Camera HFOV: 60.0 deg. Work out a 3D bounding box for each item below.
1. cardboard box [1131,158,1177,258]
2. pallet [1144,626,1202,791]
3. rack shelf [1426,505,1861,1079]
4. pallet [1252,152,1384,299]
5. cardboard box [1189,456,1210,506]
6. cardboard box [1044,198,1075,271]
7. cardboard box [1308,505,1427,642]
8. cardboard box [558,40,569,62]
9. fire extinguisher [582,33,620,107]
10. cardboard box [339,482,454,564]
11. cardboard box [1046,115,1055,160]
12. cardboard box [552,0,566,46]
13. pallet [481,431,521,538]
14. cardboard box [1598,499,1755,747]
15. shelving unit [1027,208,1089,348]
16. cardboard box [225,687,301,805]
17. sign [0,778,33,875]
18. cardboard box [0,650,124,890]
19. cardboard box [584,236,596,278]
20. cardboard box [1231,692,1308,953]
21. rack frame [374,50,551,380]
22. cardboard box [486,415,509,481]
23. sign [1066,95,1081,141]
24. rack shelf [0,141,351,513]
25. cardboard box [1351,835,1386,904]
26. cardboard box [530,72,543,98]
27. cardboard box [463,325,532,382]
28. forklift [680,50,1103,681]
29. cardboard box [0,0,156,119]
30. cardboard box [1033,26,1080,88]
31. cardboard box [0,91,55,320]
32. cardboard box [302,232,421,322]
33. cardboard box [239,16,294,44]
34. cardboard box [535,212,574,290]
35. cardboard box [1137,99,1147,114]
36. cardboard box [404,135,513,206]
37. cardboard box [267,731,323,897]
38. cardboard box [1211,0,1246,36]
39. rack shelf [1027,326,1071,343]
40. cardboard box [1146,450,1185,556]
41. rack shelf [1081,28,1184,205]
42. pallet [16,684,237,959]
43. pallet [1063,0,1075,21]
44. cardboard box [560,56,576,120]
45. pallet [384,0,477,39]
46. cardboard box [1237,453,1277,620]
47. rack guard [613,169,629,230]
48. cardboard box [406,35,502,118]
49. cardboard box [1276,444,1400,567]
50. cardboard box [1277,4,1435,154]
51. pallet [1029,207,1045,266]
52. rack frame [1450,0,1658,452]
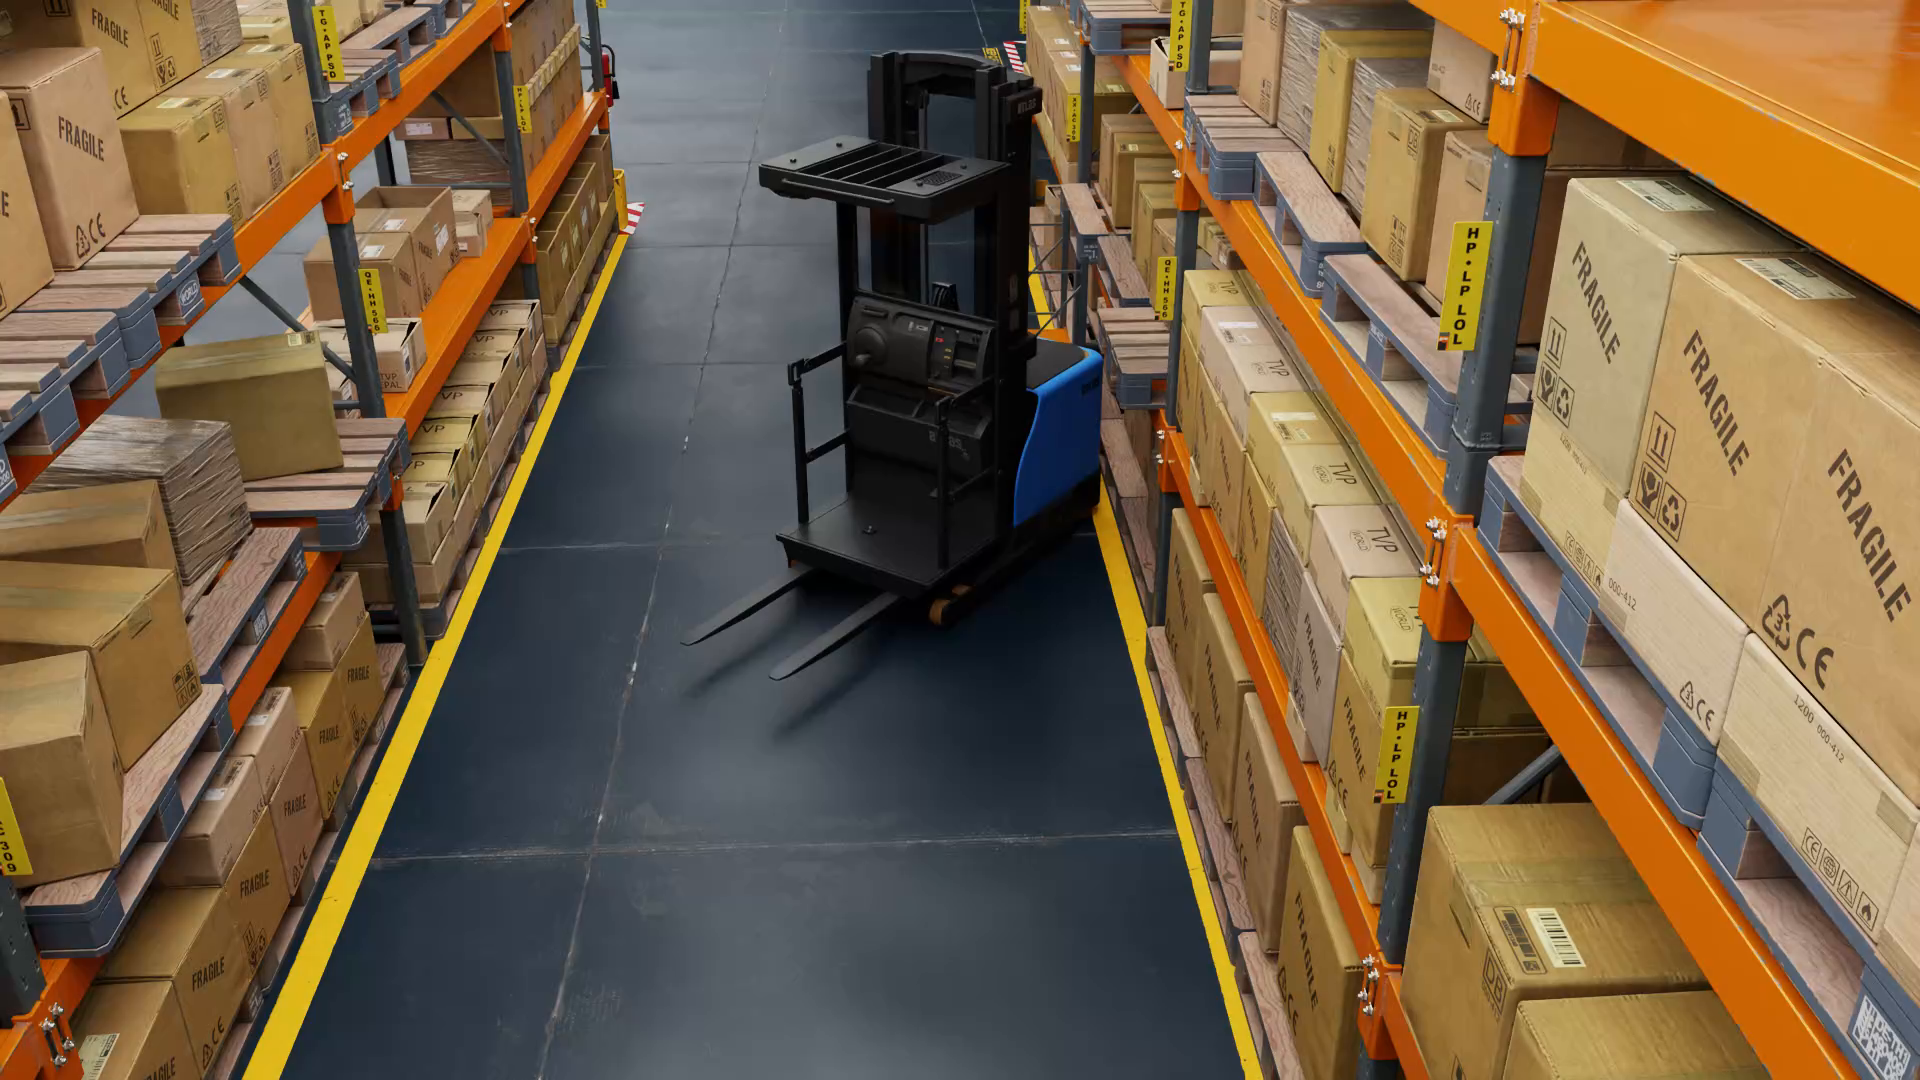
[{"bbox_3d":[1.433,-2.069,10.390,0.700,0.500,0.500,2,28,4],"label":"cardboard box"},{"bbox_3d":[1.527,0.822,8.445,1.003,0.211,1.213,-1,28,-3],"label":"pallet"},{"bbox_3d":[1.875,0.980,2.662,1.077,0.370,4.000,-1,28,-3],"label":"rack shelf"},{"bbox_3d":[1.709,-1.214,6.294,1.003,0.211,1.213,0,28,0],"label":"pallet"},{"bbox_3d":[1.281,-0.279,7.790,0.380,0.149,0.250,-1,28,-1],"label":"cardboard box"},{"bbox_3d":[1.108,-2.636,14.288,0.700,0.500,0.500,-3,28,-6],"label":"cardboard box"},{"bbox_3d":[1.473,0.104,5.545,0.500,0.250,0.500,-1,28,-2],"label":"cardboard box"},{"bbox_3d":[-3.553,-4.158,14.169,0.380,0.149,0.250,-1,28,-2],"label":"cardboard box"},{"bbox_3d":[-3.345,-4.385,15.497,0.296,0.674,0.183,-1,28,-3],"label":"fire extinguisher"},{"bbox_3d":[-3.119,-0.123,9.156,0.500,0.311,0.500,0,28,-1],"label":"cardboard box"},{"bbox_3d":[0.966,-3.243,13.365,0.500,0.250,0.500,-2,28,-3],"label":"cardboard box"},{"bbox_3d":[-3.756,-4.490,14.104,0.700,0.500,0.500,-2,28,-4],"label":"cardboard box"},{"bbox_3d":[-3.450,-0.366,10.723,1.003,0.211,1.213,-1,28,-3],"label":"pallet"},{"bbox_3d":[1.555,0.134,3.105,0.500,0.250,0.500,-2,28,-4],"label":"cardboard box"},{"bbox_3d":[0.528,-1.343,11.204,0.587,1.500,1.083,-2,28,-3],"label":"shelving unit"},{"bbox_3d":[-3.037,0.847,6.800,0.500,0.250,0.500,-2,28,-4],"label":"cardboard box"},{"bbox_3d":[-2.635,0.788,4.559,0.100,0.325,0.005,-1,28,-3],"label":"sign"},{"bbox_3d":[-2.978,0.734,5.037,0.700,0.500,0.500,-11,29,-20],"label":"cardboard box"},{"bbox_3d":[-3.390,-2.387,14.103,0.500,0.250,0.500,-1,28,-3],"label":"cardboard box"},{"bbox_3d":[1.557,1.127,6.717,0.750,0.750,0.750,-1,28,-1],"label":"cardboard box"},{"bbox_3d":[-3.594,-2.506,11.811,1.000,3.000,0.127,-1,28,-3],"label":"rack frame"},{"bbox_3d":[-3.206,-0.584,10.645,0.500,0.250,0.500,-1,28,-2],"label":"cardboard box"},{"bbox_3d":[0.811,-2.995,11.812,0.100,0.325,0.005,-1,28,-3],"label":"sign"},{"bbox_3d":[-3.281,-0.746,5.971,1.077,0.370,4.000,-1,28,-3],"label":"rack shelf"},{"bbox_3d":[1.470,1.020,5.300,0.380,0.149,0.250,-1,28,-2],"label":"cardboard box"},{"bbox_3d":[-3.486,-3.562,13.026,0.380,0.149,0.250,-2,28,-4],"label":"cardboard box"},{"bbox_3d":[-3.253,-1.301,11.414,0.500,0.311,0.500,-1,28,-1],"label":"cardboard box"},{"bbox_3d":[-0.352,-1.059,9.111,1.130,2.935,3.031,17,32,30],"label":"forklift"},{"bbox_3d":[-3.316,-1.804,6.032,0.500,0.500,0.500,-1,28,-3],"label":"cardboard box"},{"bbox_3d":[0.905,-4.054,14.110,0.500,0.500,0.500,-2,28,-4],"label":"cardboard box"},{"bbox_3d":[-3.187,-0.959,4.931,0.600,0.600,0.600,-2,28,-3],"label":"cardboard box"},{"bbox_3d":[-3.489,-1.478,9.731,0.500,0.500,0.500,-3,28,-5],"label":"cardboard box"},{"bbox_3d":[-3.465,-2.317,7.912,0.500,0.250,0.500,-3,28,-6],"label":"cardboard box"},{"bbox_3d":[-3.340,-2.258,13.044,0.500,0.500,0.500,-1,28,-3],"label":"cardboard box"},{"bbox_3d":[1.536,-3.124,12.326,0.500,0.500,0.500,-2,28,-4],"label":"cardboard box"},{"bbox_3d":[-3.624,-2.755,12.181,0.700,0.500,0.500,-2,28,-4],"label":"cardboard box"},{"bbox_3d":[-3.042,1.162,7.006,0.500,0.500,0.500,-2,28,-5],"label":"cardboard box"},{"bbox_3d":[1.586,-2.766,8.932,0.797,0.503,0.637,2,28,5],"label":"cardboard box"},{"bbox_3d":[0.527,-1.188,11.295,0.538,0.185,1.000,-2,28,-3],"label":"rack shelf"},{"bbox_3d":[1.472,-0.198,9.613,0.700,0.500,0.500,-1,28,-2],"label":"cardboard box"},{"bbox_3d":[1.457,-2.715,9.746,1.077,0.370,4.000,-1,28,-3],"label":"rack shelf"},{"bbox_3d":[-3.109,0.902,5.485,1.003,0.211,1.213,-1,28,-3],"label":"pallet"},{"bbox_3d":[1.278,-3.586,10.842,1.213,0.211,1.003,-1,28,-3],"label":"pallet"},{"bbox_3d":[-3.759,-3.939,14.451,0.700,0.500,0.500,-1,28,-1],"label":"cardboard box"},{"bbox_3d":[-3.535,-3.344,10.381,0.805,0.209,1.217,-2,28,-5],"label":"pallet"},{"bbox_3d":[1.409,-0.023,6.599,0.500,0.500,0.500,-1,28,-1],"label":"cardboard box"},{"bbox_3d":[-3.804,-3.256,15.952,1.175,0.500,0.348,-1,28,-3],"label":"rack guard"},{"bbox_3d":[-3.624,-3.330,11.881,0.700,0.500,0.500,-1,28,-2],"label":"cardboard box"},{"bbox_3d":[1.447,-0.132,5.997,0.500,0.250,0.500,-1,28,-2],"label":"cardboard box"},{"bbox_3d":[1.724,-1.883,6.790,0.700,0.500,0.500,-3,28,-5],"label":"cardboard box"},{"bbox_3d":[1.155,-2.827,15.442,1.003,0.211,1.213,-1,28,-3],"label":"pallet"},{"bbox_3d":[1.770,-1.593,3.573,1.000,3.000,0.127,-1,28,-3],"label":"rack frame"}]
